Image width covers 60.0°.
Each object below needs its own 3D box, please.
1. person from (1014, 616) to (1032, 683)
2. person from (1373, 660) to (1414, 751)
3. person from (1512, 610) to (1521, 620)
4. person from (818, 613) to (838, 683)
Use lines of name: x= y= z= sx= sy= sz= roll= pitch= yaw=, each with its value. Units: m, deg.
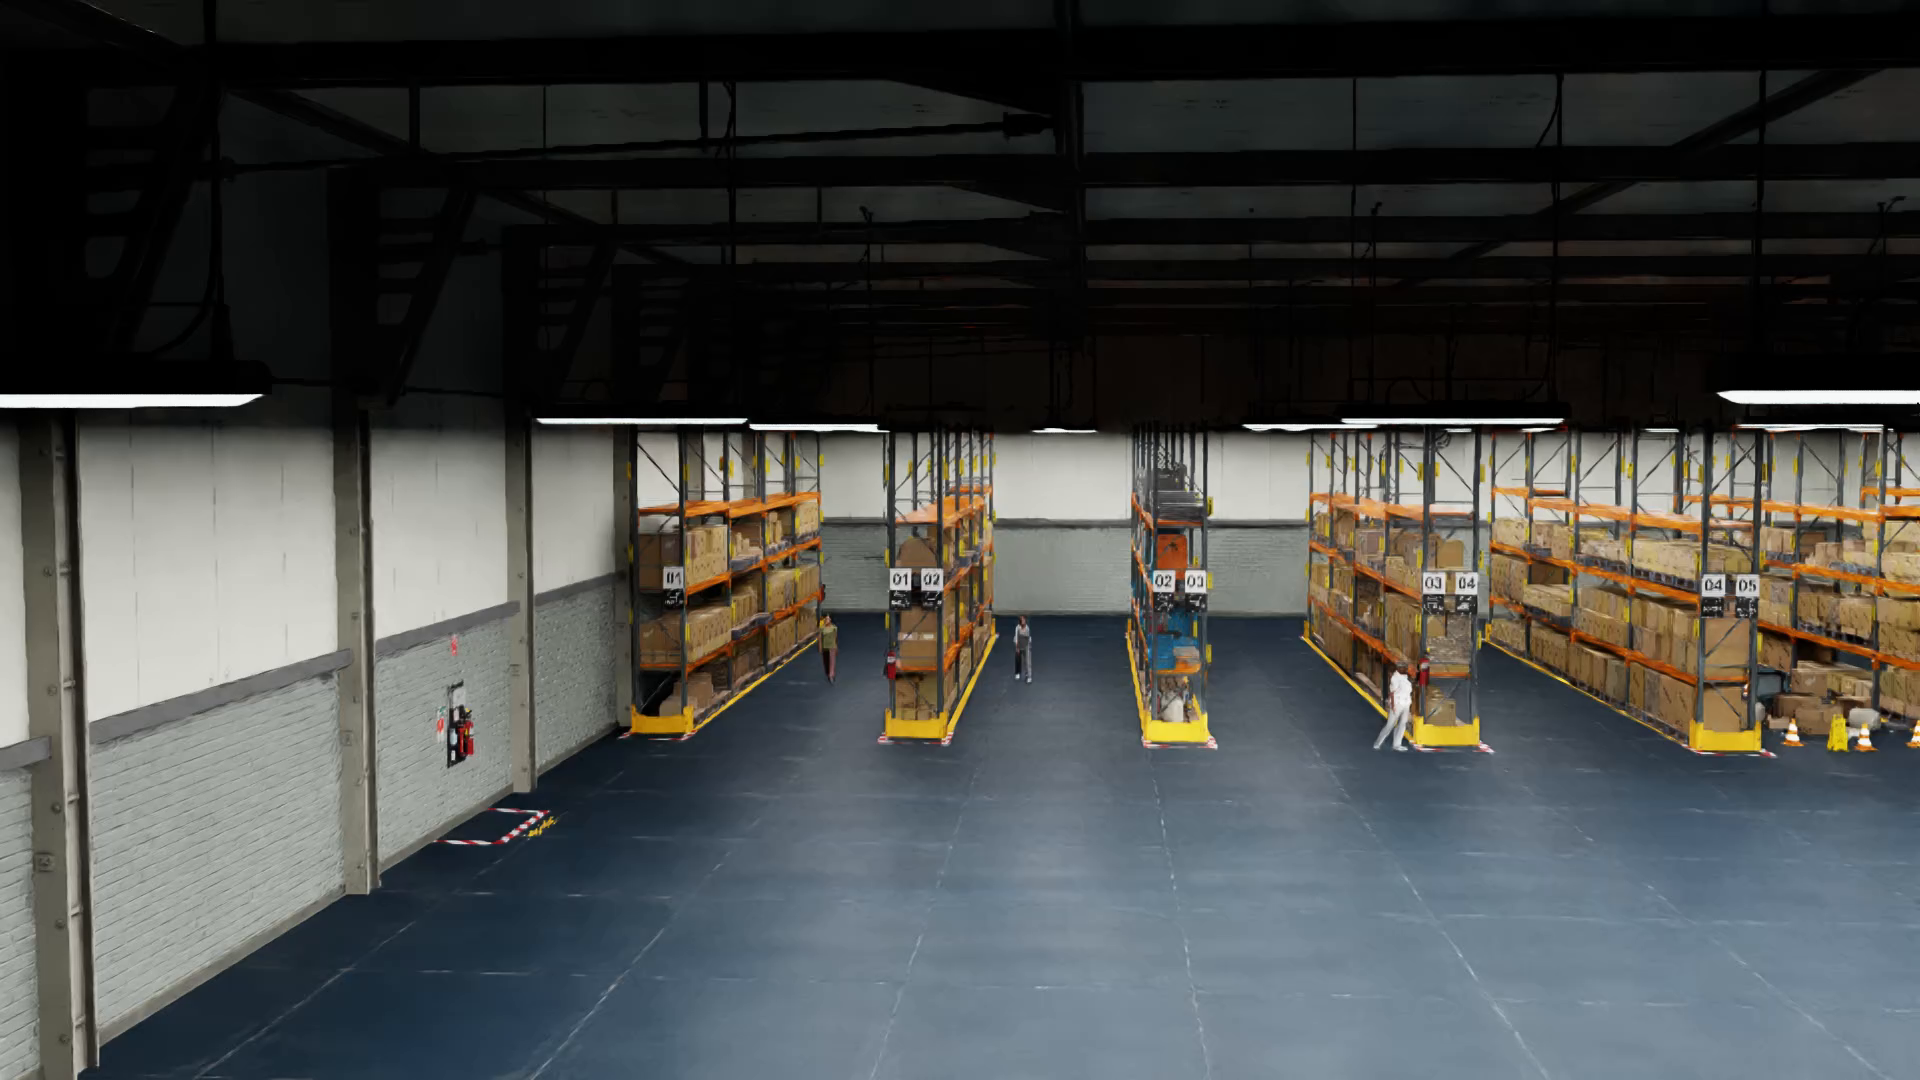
person: x=1.438 y=2.514 z=38.484 sx=0.401 sy=1.514 sz=0.956 roll=0 pitch=4 yaw=-4
person: x=7.837 y=2.991 z=30.112 sx=0.669 sy=1.662 sz=0.509 roll=-3 pitch=5 yaw=-37
person: x=15.985 y=1.865 z=47.290 sx=0.585 sy=1.745 sz=0.597 roll=-2 pitch=4 yaw=-30
person: x=-3.064 y=2.470 z=38.469 sx=0.451 sy=1.585 sz=1.097 roll=0 pitch=4 yaw=3
